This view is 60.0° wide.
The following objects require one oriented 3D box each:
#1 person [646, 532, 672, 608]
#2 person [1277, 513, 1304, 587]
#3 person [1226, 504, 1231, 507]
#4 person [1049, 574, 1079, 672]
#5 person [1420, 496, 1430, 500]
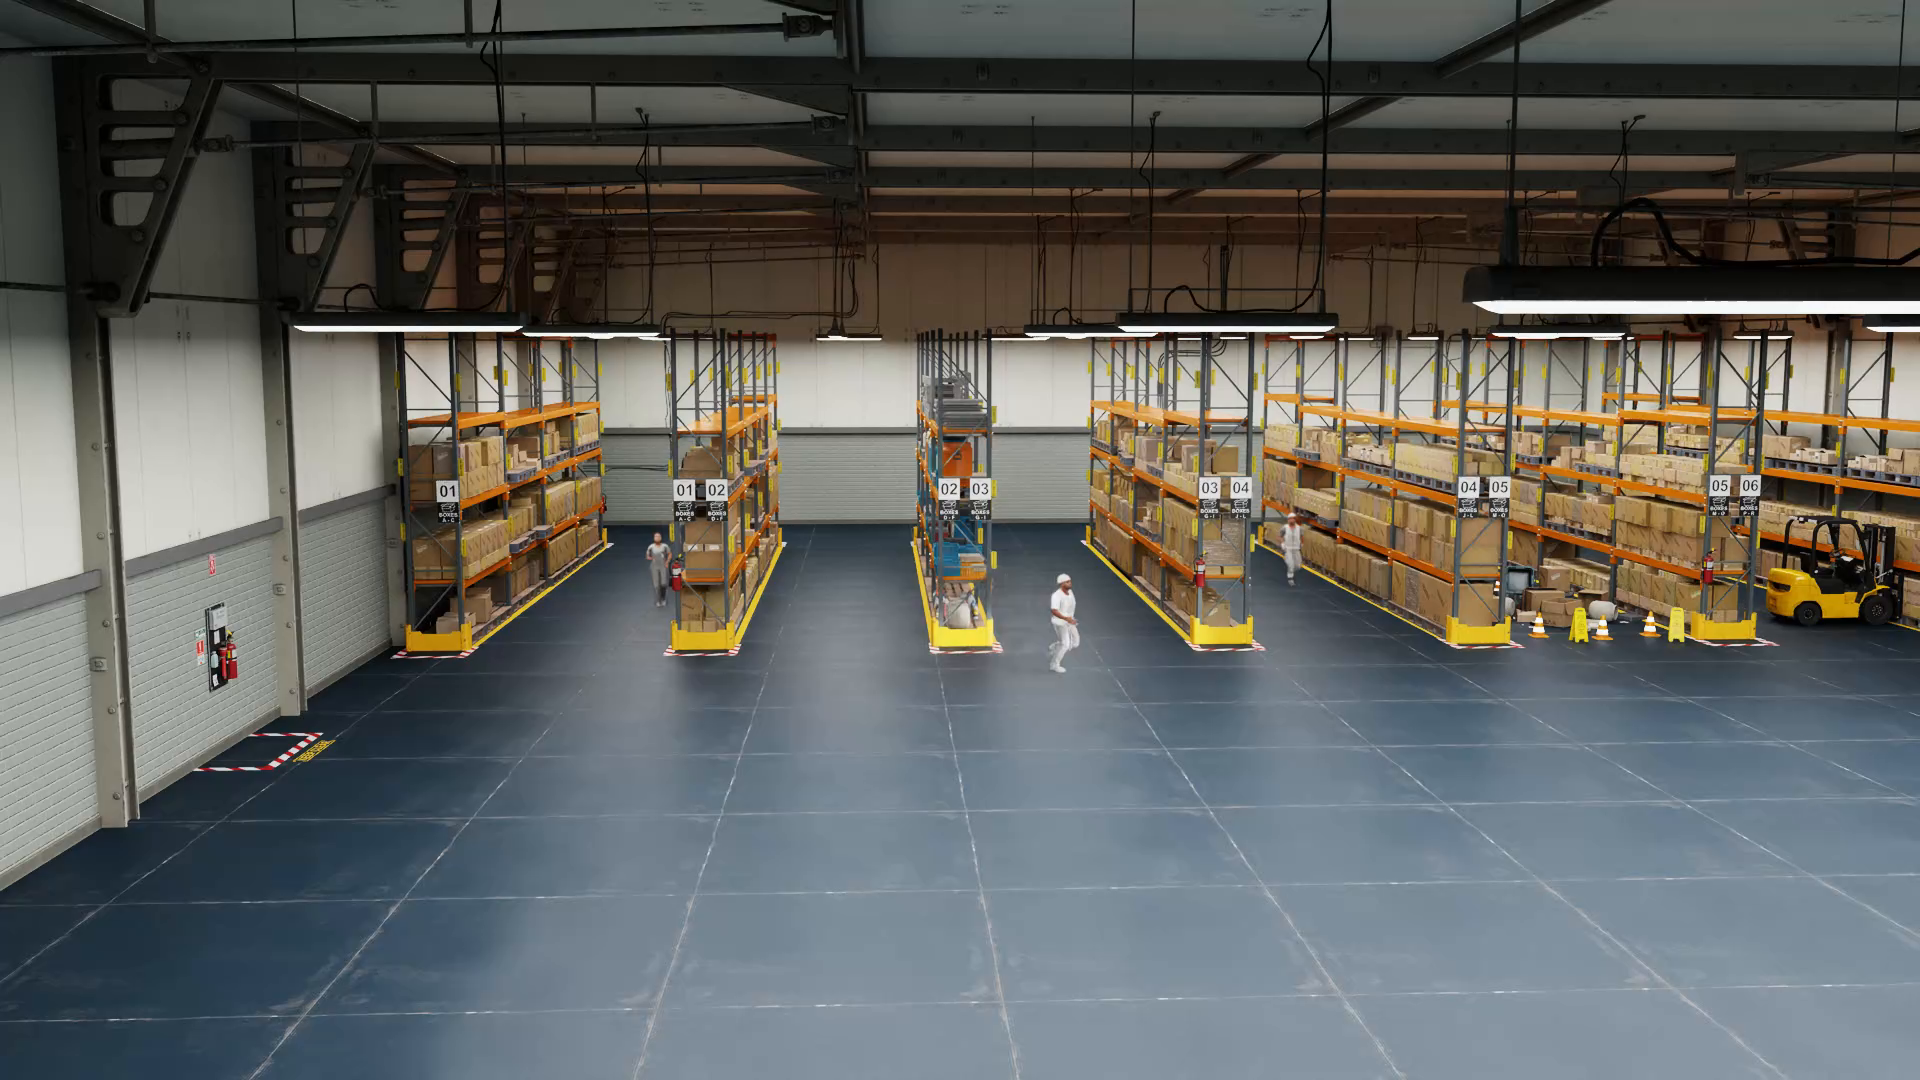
[{"bbox_3d":[-6.527,0.651,36.084,0.548,1.656,0.616,-1,7,-10],"label":"person"},{"bbox_3d":[7.832,0.226,39.324,0.643,1.742,0.612,0,7,-2],"label":"person"},{"bbox_3d":[7.429,-0.637,46.983,0.652,1.650,0.872,1,7,7],"label":"person"},{"bbox_3d":[1.837,1.447,29.133,0.647,1.723,0.732,4,8,34],"label":"person"},{"bbox_3d":[13.824,-0.920,49.502,0.832,1.607,0.657,2,7,18],"label":"person"}]
